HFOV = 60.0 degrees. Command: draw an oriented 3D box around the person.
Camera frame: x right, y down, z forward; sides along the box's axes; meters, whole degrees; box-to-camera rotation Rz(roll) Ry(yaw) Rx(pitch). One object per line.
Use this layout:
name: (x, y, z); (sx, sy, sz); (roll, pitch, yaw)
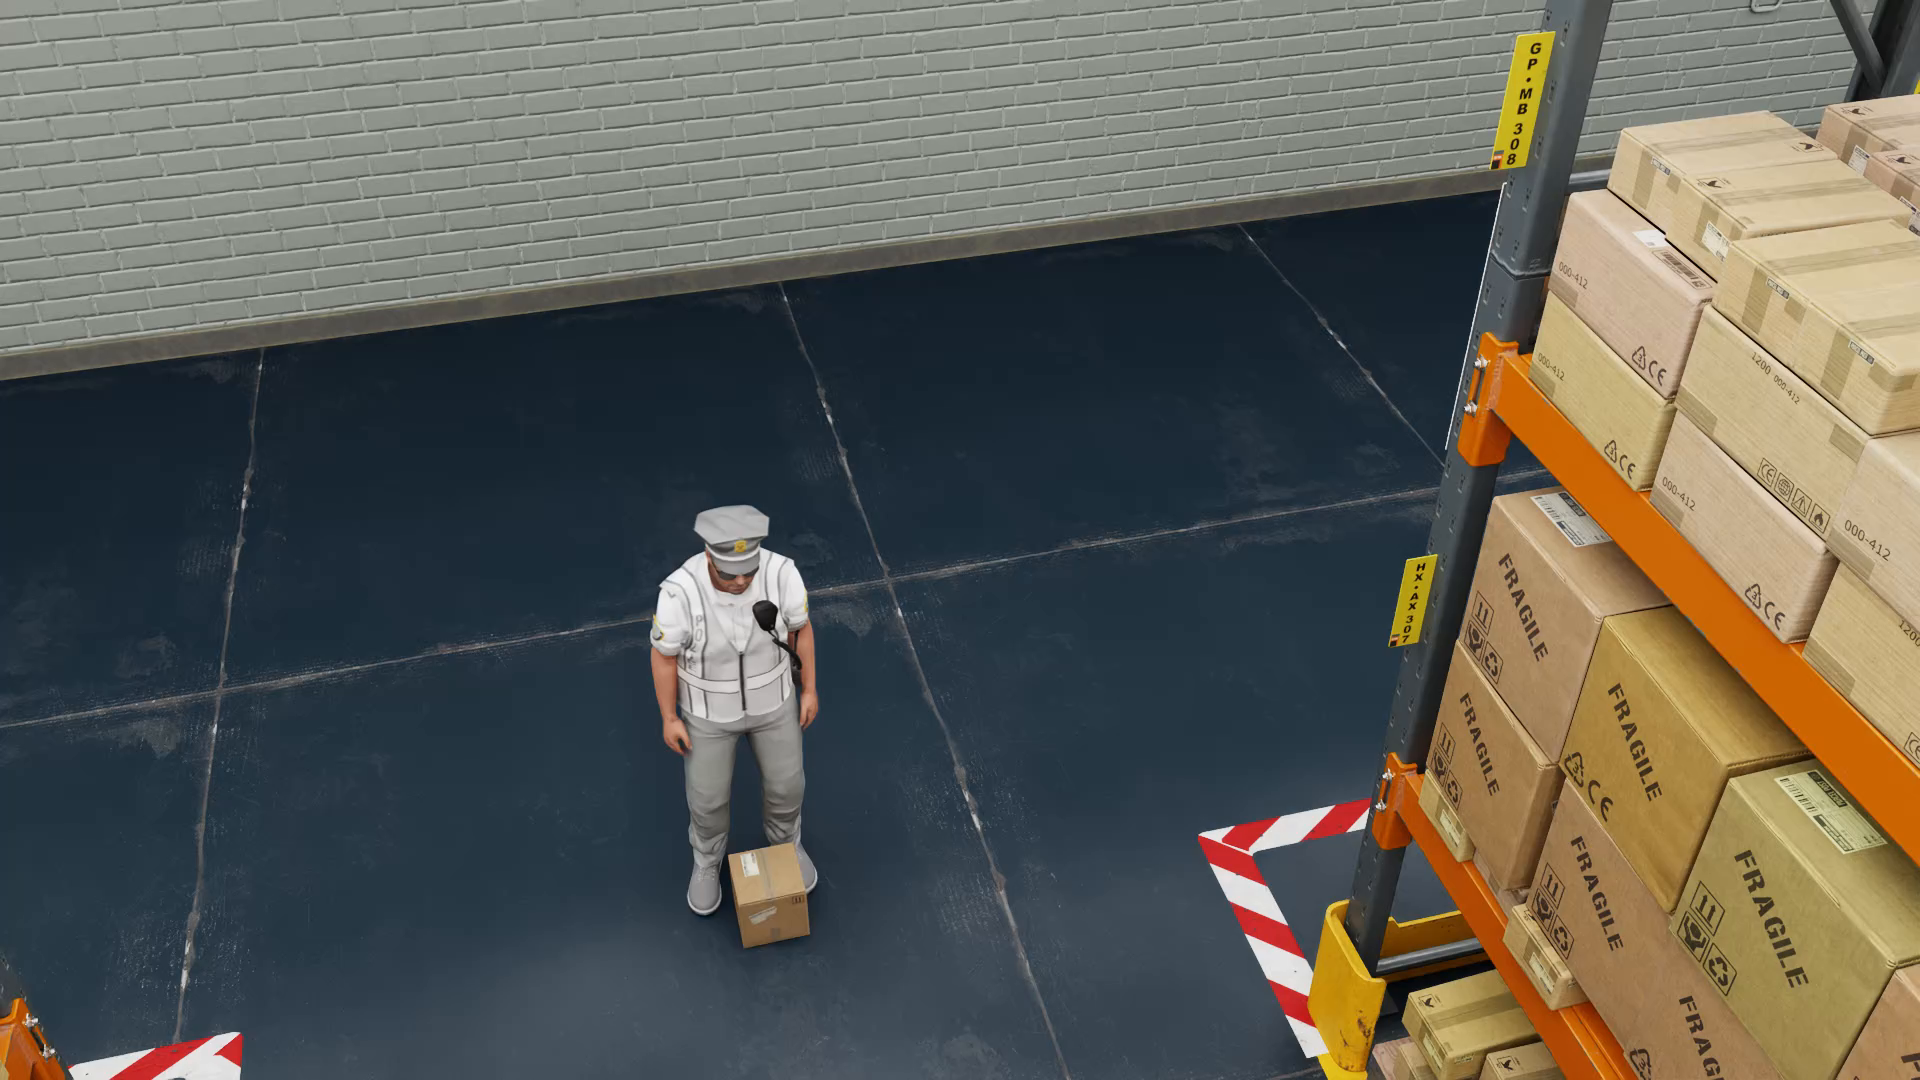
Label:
person: (-0.793, 0.575, 5.972); (0.588, 1.746, 0.446); (-11, 39, -14)
